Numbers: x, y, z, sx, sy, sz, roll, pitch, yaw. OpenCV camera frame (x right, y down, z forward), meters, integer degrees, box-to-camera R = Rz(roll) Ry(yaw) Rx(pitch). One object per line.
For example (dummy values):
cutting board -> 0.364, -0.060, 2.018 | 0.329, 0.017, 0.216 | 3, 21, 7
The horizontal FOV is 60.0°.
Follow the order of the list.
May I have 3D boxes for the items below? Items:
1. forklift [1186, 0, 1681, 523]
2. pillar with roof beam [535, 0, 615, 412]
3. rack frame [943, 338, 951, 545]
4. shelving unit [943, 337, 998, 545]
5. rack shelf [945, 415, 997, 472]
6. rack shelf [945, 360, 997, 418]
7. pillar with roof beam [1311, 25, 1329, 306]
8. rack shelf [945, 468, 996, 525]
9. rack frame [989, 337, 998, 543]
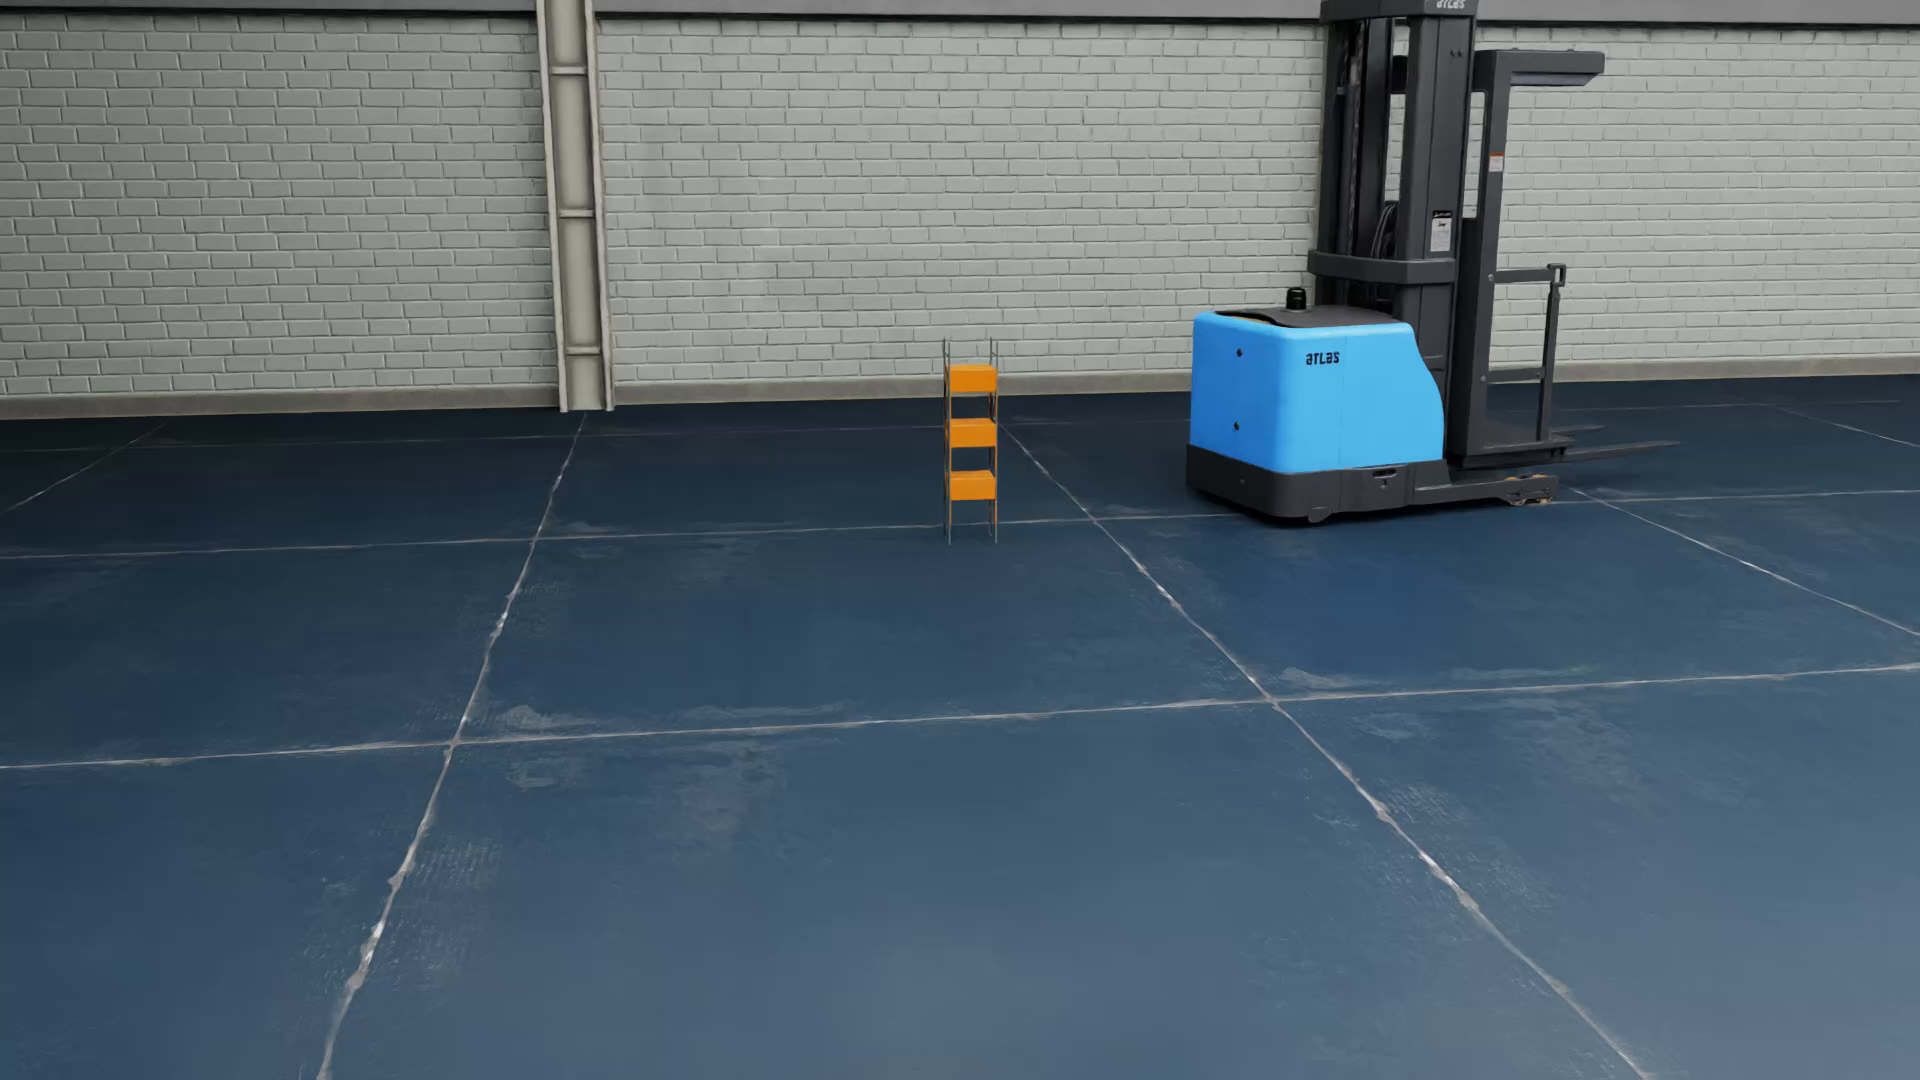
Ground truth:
forklift -> 2.888, -1.726, 9.579 | 3.031, 2.935, 1.130 | -6, 15, -23
pillar with roof beam -> -2.212, -4.340, 7.527 | 0.400, 9.000, 9.100 | -2, 14, -8
rack frame -> -0.068, -0.507, 8.584 | 0.008, 1.050, 0.200 | -2, 14, -8
shelving unit -> 0.053, -0.511, 8.602 | 0.252, 1.050, 0.215 | -2, 14, -8
rack shelf -> 0.053, -0.501, 8.604 | 0.240, 0.259, 0.215 | -2, 14, -8
rack shelf -> 0.053, -0.776, 8.535 | 0.240, 0.259, 0.215 | -2, 14, -8
pillar with roof beam -> 3.721, -4.557, 8.394 | 0.400, 9.000, 9.100 | -2, 14, -8
rack shelf -> 0.053, -0.231, 8.672 | 0.240, 0.259, 0.215 | -2, 14, -8
rack frame -> 0.174, -0.516, 8.619 | 0.008, 1.050, 0.200 | -2, 14, -8
